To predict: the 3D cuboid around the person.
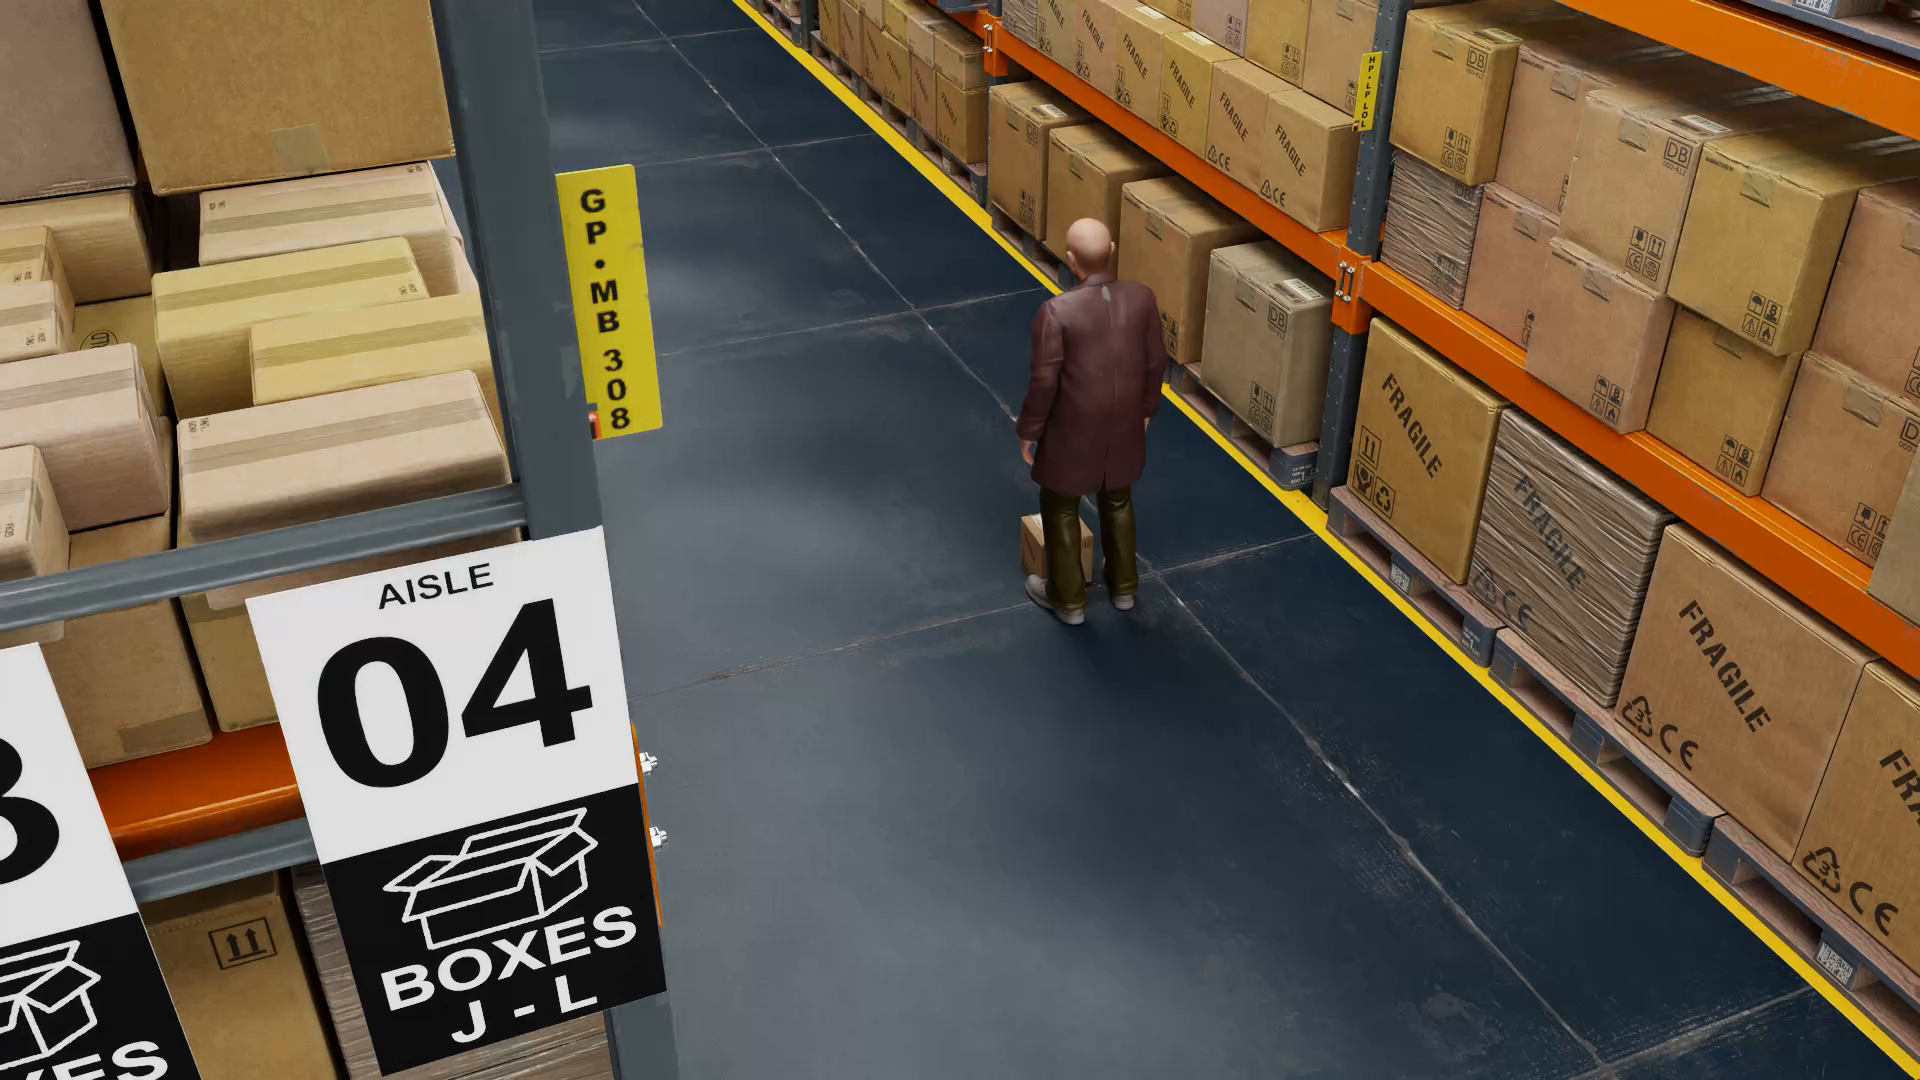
[{"bbox_3d":[0.536,-0.474,6.882,0.643,1.774,0.424,-13,35,-19],"label":"person"}]
